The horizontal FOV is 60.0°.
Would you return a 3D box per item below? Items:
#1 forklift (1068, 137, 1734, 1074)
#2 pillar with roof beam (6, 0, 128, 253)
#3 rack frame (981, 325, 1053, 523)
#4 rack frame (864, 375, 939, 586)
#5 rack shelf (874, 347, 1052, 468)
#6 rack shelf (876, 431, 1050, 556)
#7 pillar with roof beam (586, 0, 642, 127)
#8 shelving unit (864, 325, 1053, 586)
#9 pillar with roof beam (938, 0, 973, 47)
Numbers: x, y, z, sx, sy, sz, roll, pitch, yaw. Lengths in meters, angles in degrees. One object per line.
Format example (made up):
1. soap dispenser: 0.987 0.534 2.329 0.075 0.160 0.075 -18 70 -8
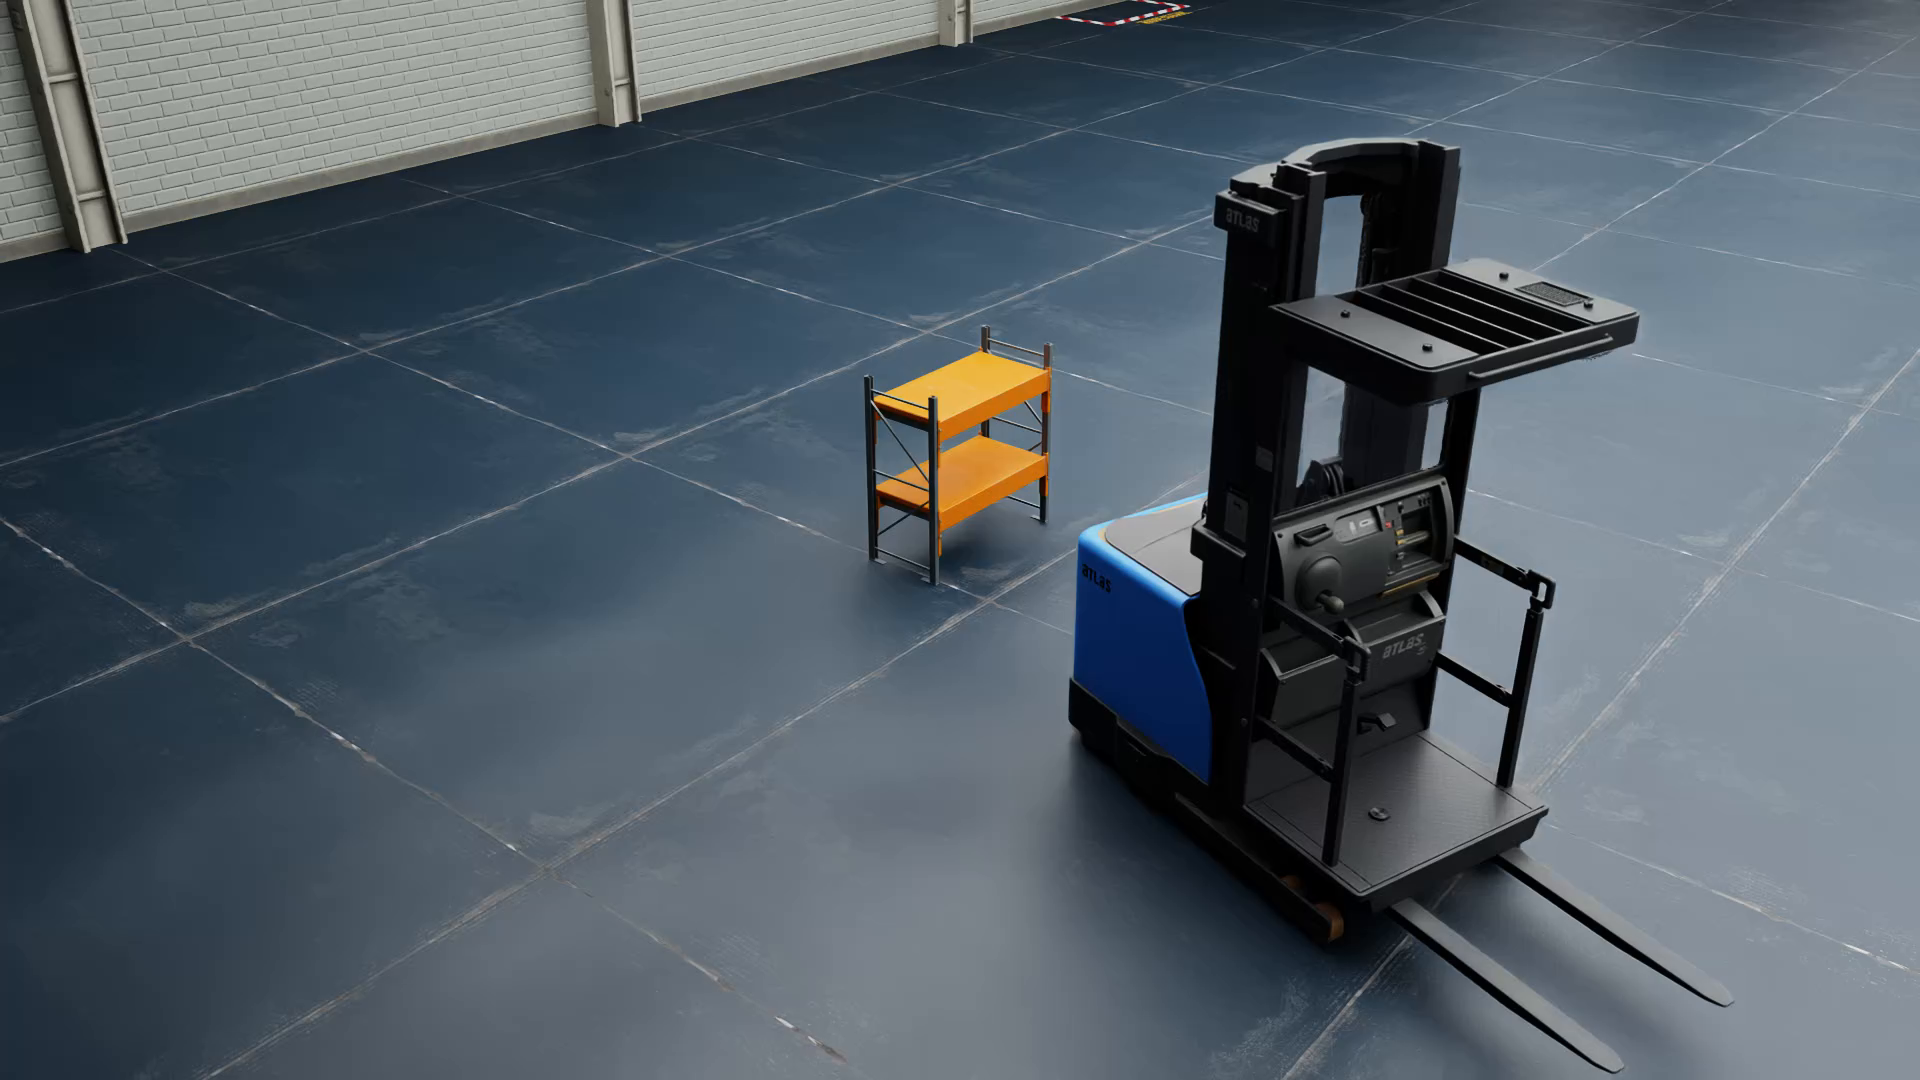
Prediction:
1. forklift: 1.726 0.060 6.444 1.130 2.935 3.031 -16 31 -28
2. pillar with roof beam: -4.373 -5.379 10.354 9.100 9.000 0.400 21 34 34
3. rack frame: 0.328 -0.682 9.845 0.500 1.125 0.032 21 34 34
4. rack frame: -0.319 -0.322 9.148 0.500 1.125 0.032 21 34 34
5. rack shelf: 0.004 -0.762 9.362 0.538 0.278 1.000 21 34 34
6. rack shelf: 0.004 -0.285 9.609 0.538 0.278 1.000 21 34 34
7. pillar with roof beam: -0.557 -7.506 14.466 9.100 9.000 0.400 21 34 34
8. shelving unit: 0.004 -0.502 9.496 0.538 1.125 1.048 21 34 34
9. pillar with roof beam: 3.260 -9.634 18.578 9.100 9.000 0.400 21 34 34
